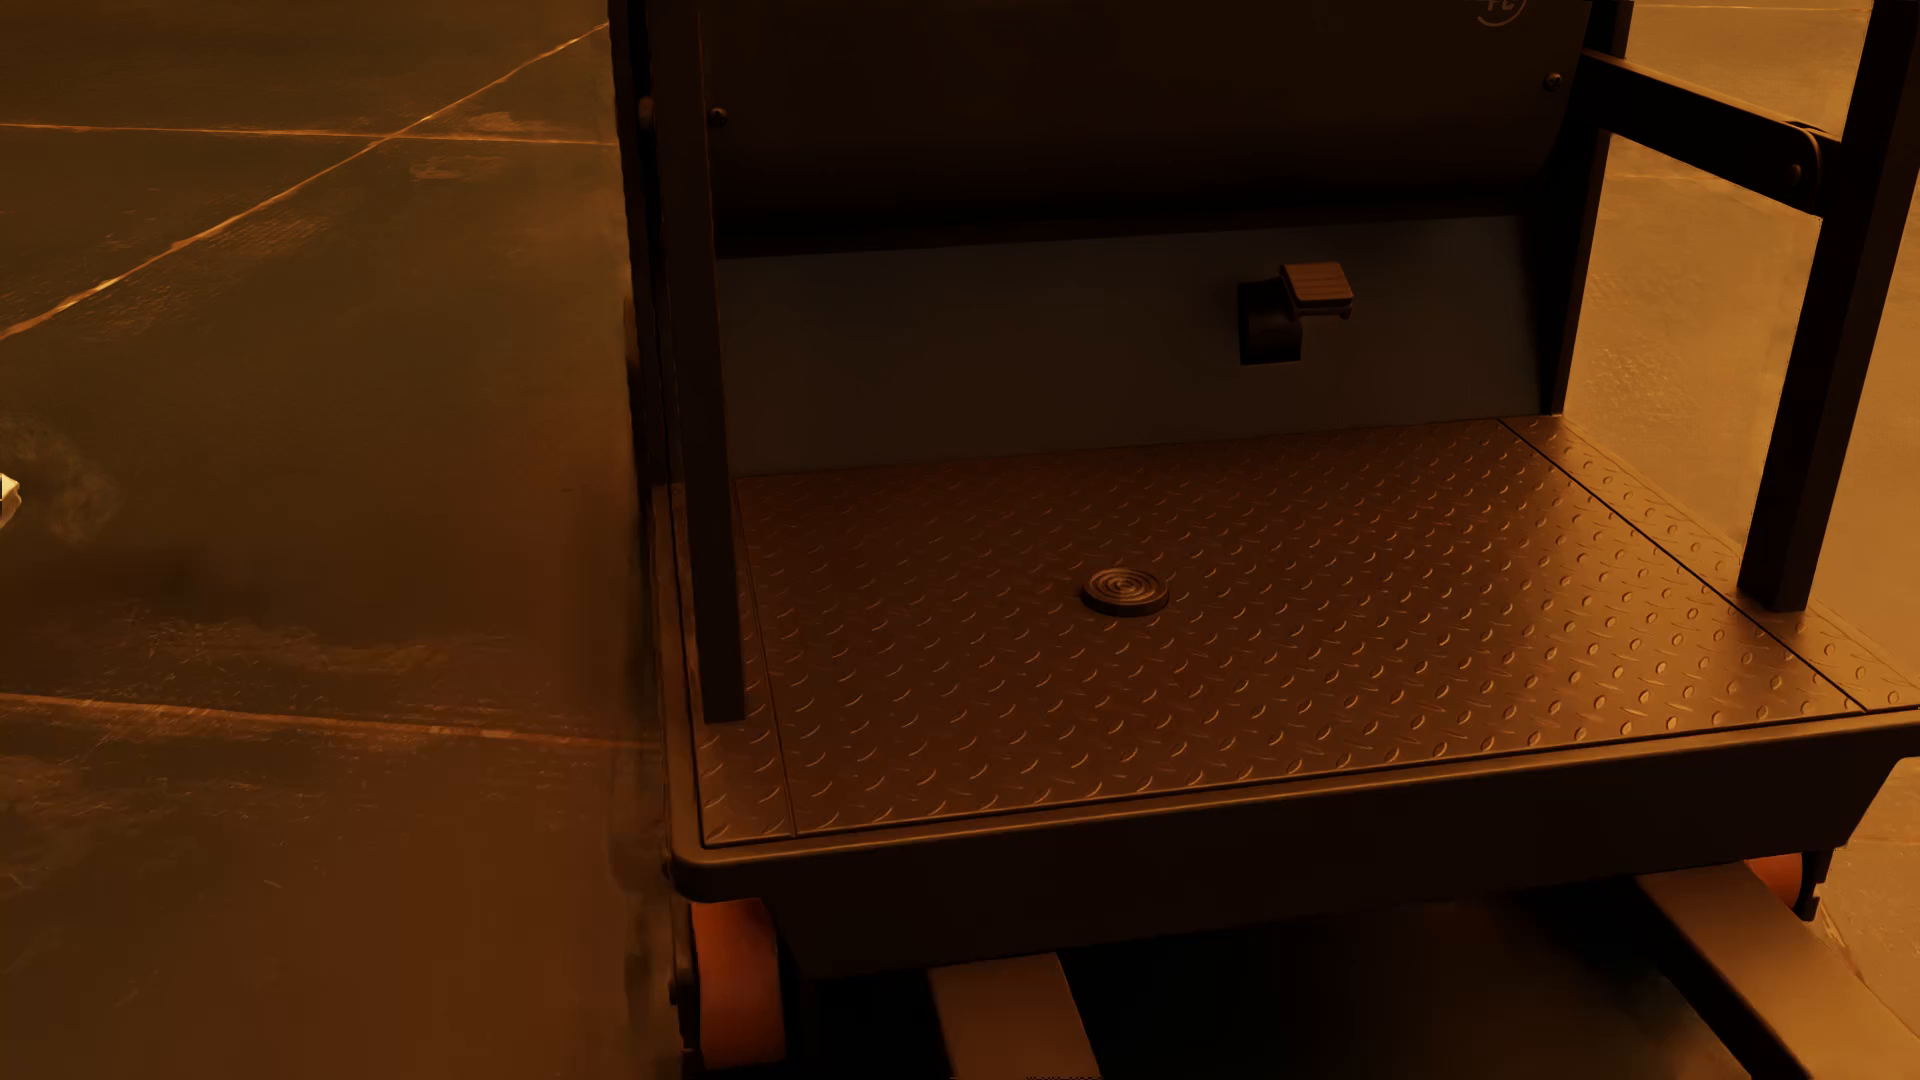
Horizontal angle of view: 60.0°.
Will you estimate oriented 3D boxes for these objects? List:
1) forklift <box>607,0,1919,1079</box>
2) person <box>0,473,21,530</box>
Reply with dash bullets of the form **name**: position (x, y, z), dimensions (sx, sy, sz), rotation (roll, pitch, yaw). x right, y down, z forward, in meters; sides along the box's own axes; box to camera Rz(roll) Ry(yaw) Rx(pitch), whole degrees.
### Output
- **forklift**: position (0.233, -1.006, 1.234), dimensions (1.130, 2.935, 3.031), rotation (-5, 27, -10)
- **person**: position (-1.729, -0.573, 2.161), dimensions (1.037, 1.374, 0.727), rotation (19, 32, 33)
